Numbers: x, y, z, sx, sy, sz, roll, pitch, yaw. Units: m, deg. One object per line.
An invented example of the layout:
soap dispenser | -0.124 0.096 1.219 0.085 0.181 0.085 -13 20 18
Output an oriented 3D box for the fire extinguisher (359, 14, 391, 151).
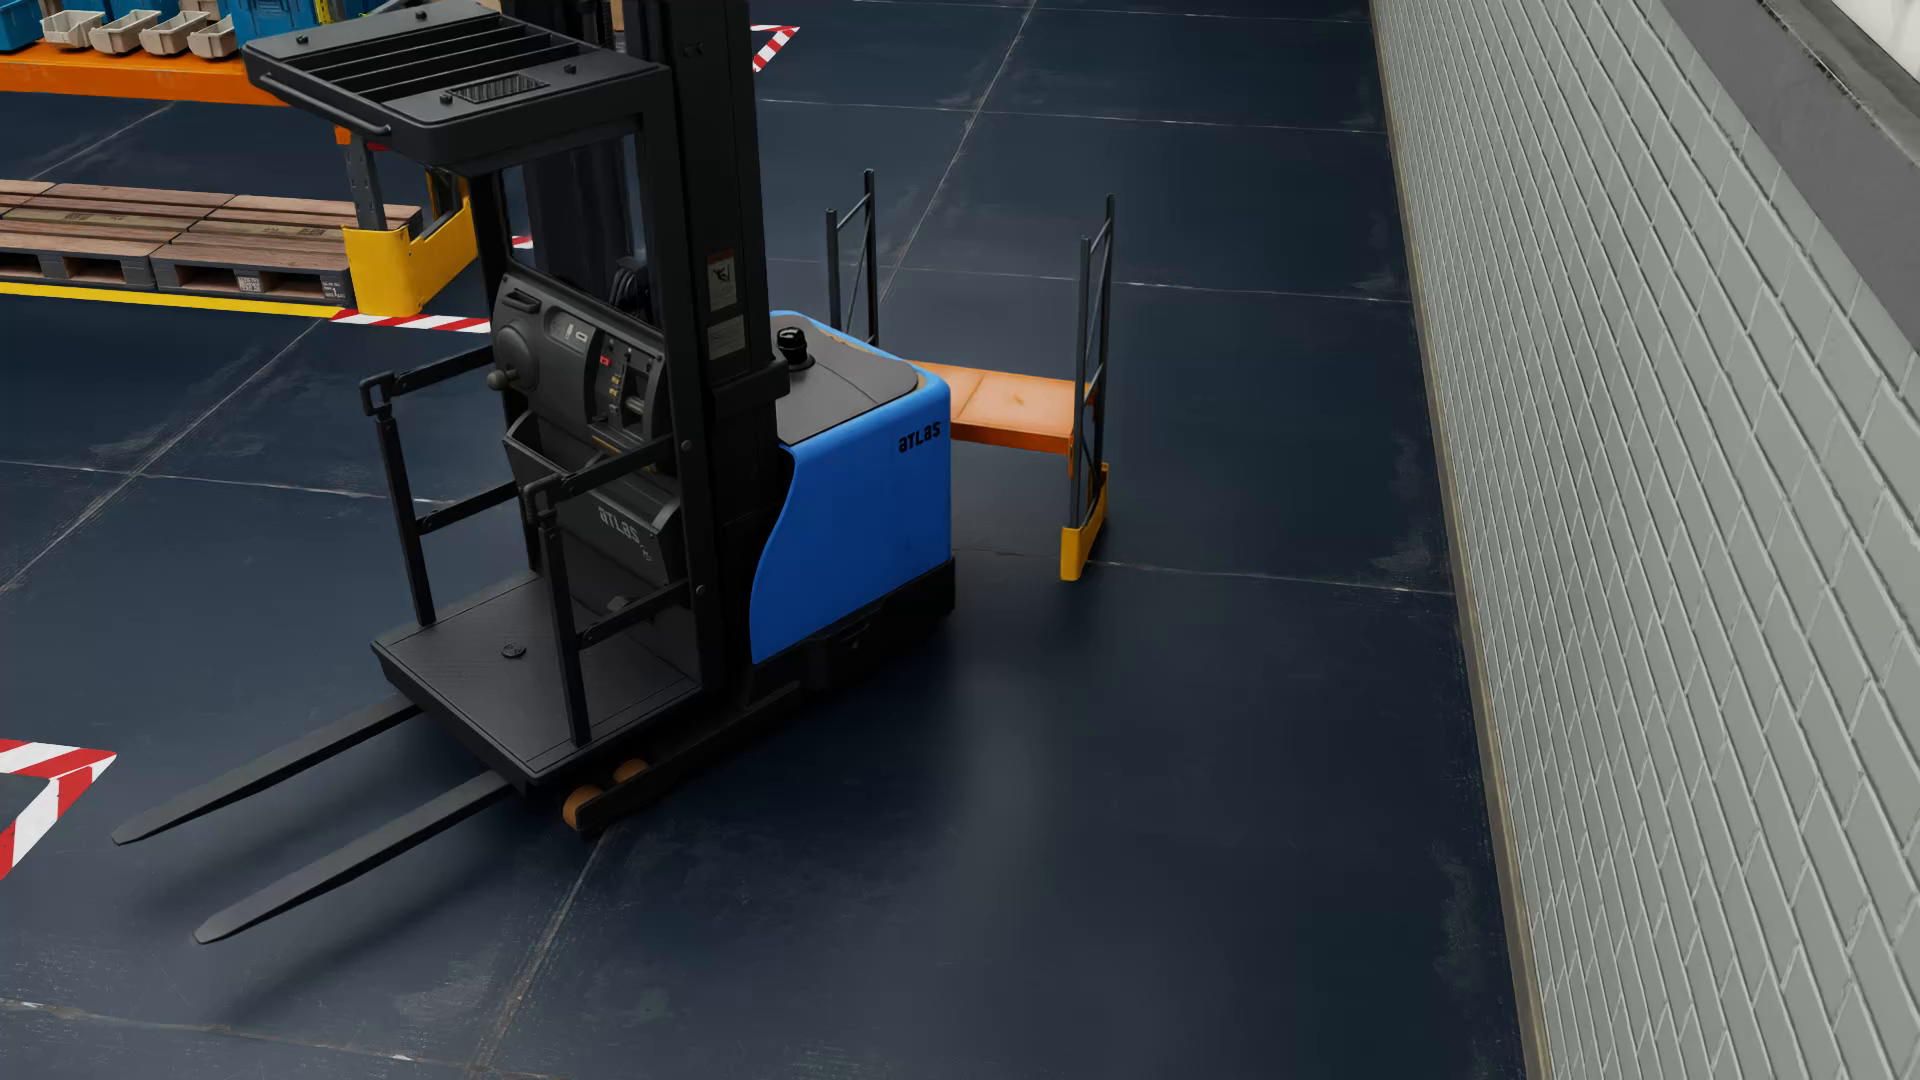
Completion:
fire extinguisher | -3.057 -2.372 8.637 0.183 0.674 0.296 5 32 8

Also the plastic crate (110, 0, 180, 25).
plastic crate | -4.615 -3.080 9.445 0.300 0.233 0.416 5 32 8

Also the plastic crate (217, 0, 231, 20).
plastic crate | -3.966 -3.022 9.351 0.300 0.233 0.416 5 32 8

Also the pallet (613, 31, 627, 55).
pallet | -3.153 -4.300 13.921 1.213 0.211 1.003 5 32 8

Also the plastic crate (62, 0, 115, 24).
plastic crate | -4.911 -3.107 9.488 0.300 0.233 0.416 5 32 8

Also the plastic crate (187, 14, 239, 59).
plastic crate | -3.964 -2.706 8.938 0.243 0.136 0.396 5 32 8

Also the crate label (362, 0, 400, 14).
crate label | -3.317 -2.963 9.257 0.303 0.233 0.416 5 32 8

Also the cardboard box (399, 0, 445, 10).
cardboard box | -4.383 -4.725 13.909 0.637 0.503 0.797 5 32 8

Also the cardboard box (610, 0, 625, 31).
cardboard box | -2.870 -4.451 13.475 0.500 0.500 0.500 5 32 8

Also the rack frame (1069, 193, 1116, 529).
rack frame | 0.537 -0.617 6.823 0.032 1.500 0.500 9 33 14

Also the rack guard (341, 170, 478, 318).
rack guard | -3.104 -1.759 9.589 0.348 0.500 1.175 5 32 8

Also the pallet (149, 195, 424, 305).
pallet | -3.936 -1.726 9.809 1.213 0.211 1.003 5 32 8

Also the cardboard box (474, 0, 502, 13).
cardboard box | -3.801 -4.446 13.702 0.500 0.250 0.500 5 32 8

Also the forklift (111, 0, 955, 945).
forklift | -1.415 -0.552 5.369 1.130 2.935 3.031 28 41 37

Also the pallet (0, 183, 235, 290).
pallet | -5.135 -1.836 9.984 1.213 0.211 1.003 5 32 8

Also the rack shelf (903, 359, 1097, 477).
rack shelf | 0.049 -0.540 7.038 1.000 0.185 0.538 9 33 14

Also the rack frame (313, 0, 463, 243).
rack frame | -3.129 -2.814 8.919 0.127 3.000 1.000 5 32 8

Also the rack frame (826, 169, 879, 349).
rack frame | -0.439 -0.768 7.063 0.032 1.500 0.500 9 33 14

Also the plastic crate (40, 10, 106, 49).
plastic crate | -4.821 -2.768 9.037 0.250 0.136 0.298 5 32 8

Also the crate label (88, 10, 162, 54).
crate label | -4.526 -2.751 9.010 0.243 0.136 0.396 5 32 8

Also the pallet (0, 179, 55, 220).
pallet | -6.341 -1.944 10.156 1.213 0.211 1.003 5 32 8

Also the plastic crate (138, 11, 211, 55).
plastic crate | -4.247 -2.739 8.991 0.243 0.136 0.396 5 32 8

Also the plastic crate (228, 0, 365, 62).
plastic crate | -3.491 -2.787 8.785 0.499 0.435 0.616 5 32 8

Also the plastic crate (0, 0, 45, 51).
plastic crate | -5.197 -2.818 9.026 0.300 0.233 0.416 5 32 8

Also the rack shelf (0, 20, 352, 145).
rack shelf | -5.101 -2.688 9.395 4.000 0.370 1.077 5 32 8

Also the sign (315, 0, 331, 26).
sign | -3.206 -2.594 8.413 0.005 0.325 0.100 5 32 8

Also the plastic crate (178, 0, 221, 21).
plastic crate | -4.288 -3.054 9.495 0.298 0.136 0.250 5 32 8

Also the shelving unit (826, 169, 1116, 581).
shelving unit | 0.058 -0.691 6.941 1.083 1.500 0.587 9 33 14

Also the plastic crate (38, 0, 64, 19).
plastic crate | -5.305 -3.087 9.546 0.466 0.136 0.293 5 32 8

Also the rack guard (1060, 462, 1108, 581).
rack guard | 0.536 -0.088 7.155 0.087 0.250 0.587 9 33 14
